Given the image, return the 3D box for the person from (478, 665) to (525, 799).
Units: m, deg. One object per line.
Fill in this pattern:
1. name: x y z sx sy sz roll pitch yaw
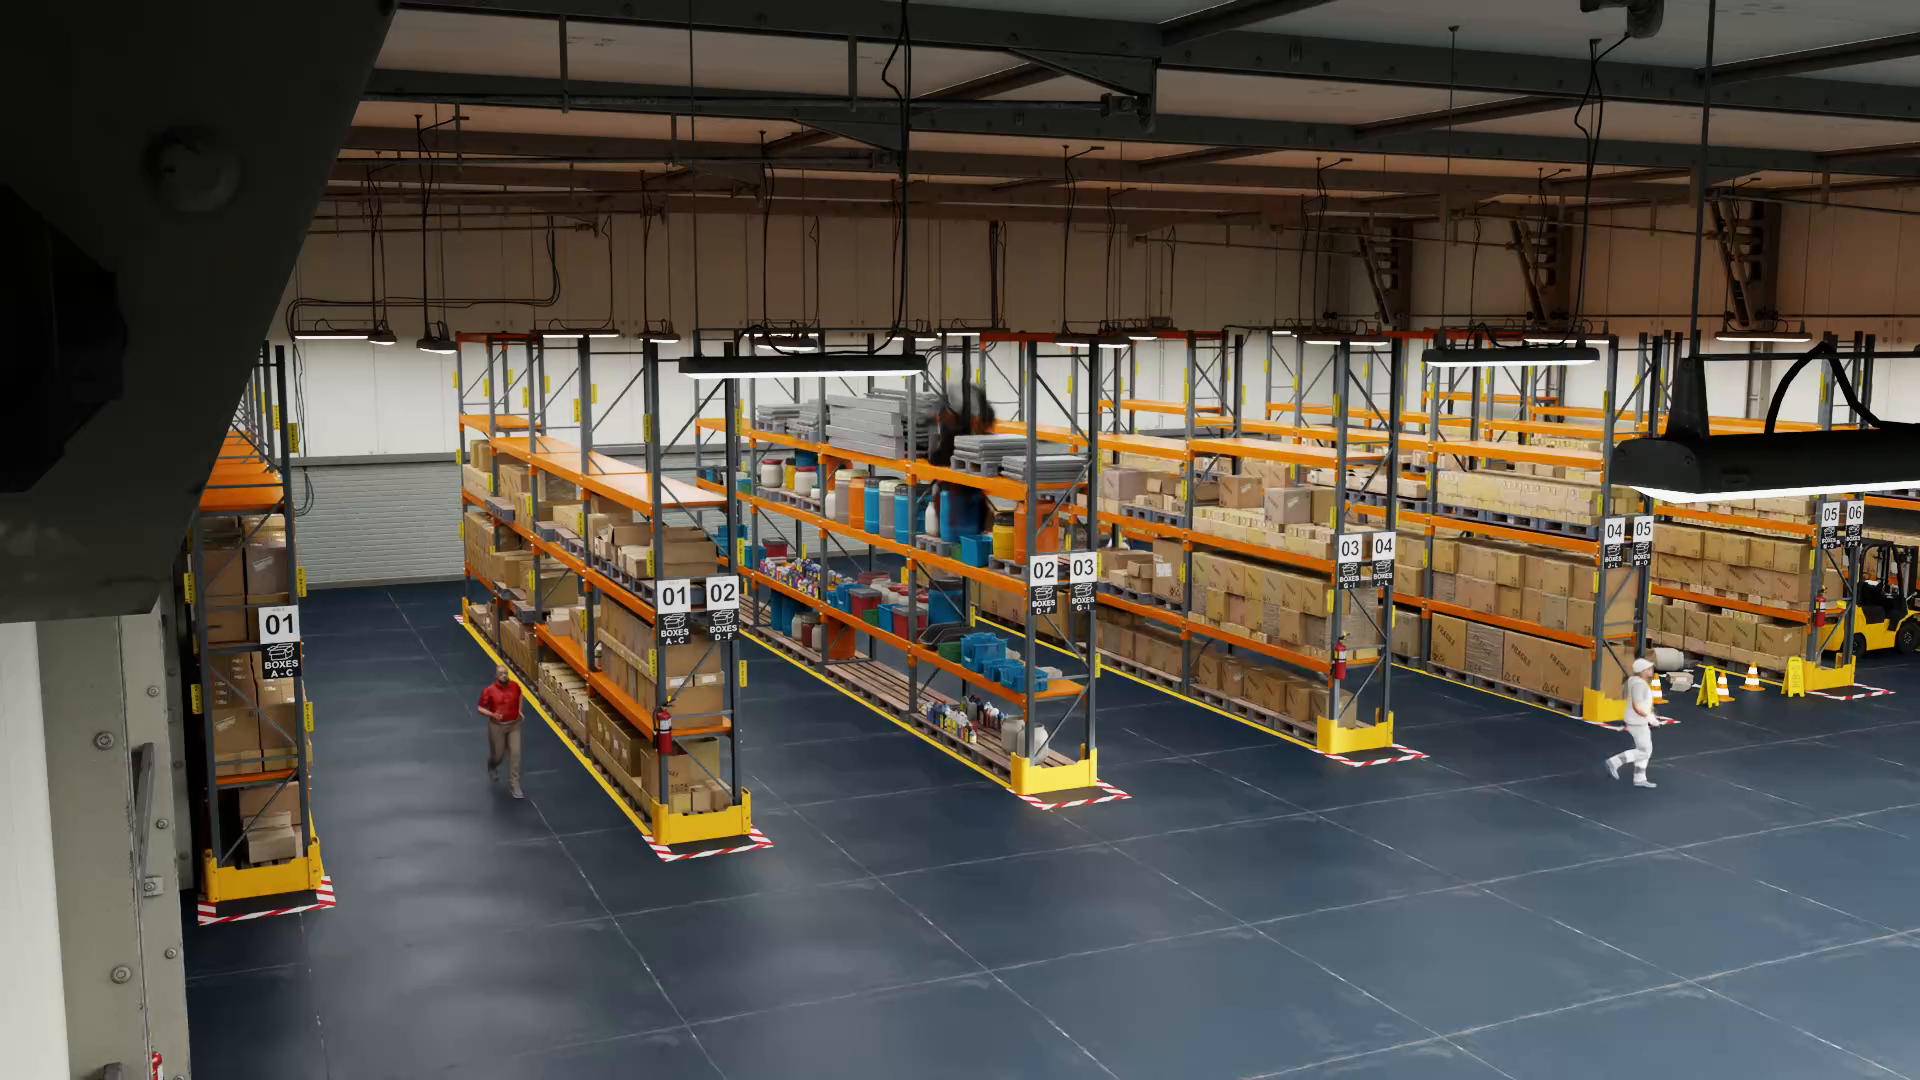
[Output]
1. person: -6.059 2.508 22.095 0.664 1.725 0.954 -5 9 -33

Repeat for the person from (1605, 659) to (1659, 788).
1. person: 9.069 2.460 22.422 0.700 1.764 0.657 2 8 11

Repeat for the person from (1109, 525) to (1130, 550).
1. person: 3.536 0.507 37.049 0.605 1.729 0.867 -3 8 -18

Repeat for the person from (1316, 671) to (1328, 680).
1. person: 6.310 1.607 29.197 0.603 1.651 0.583 -4 9 -28
